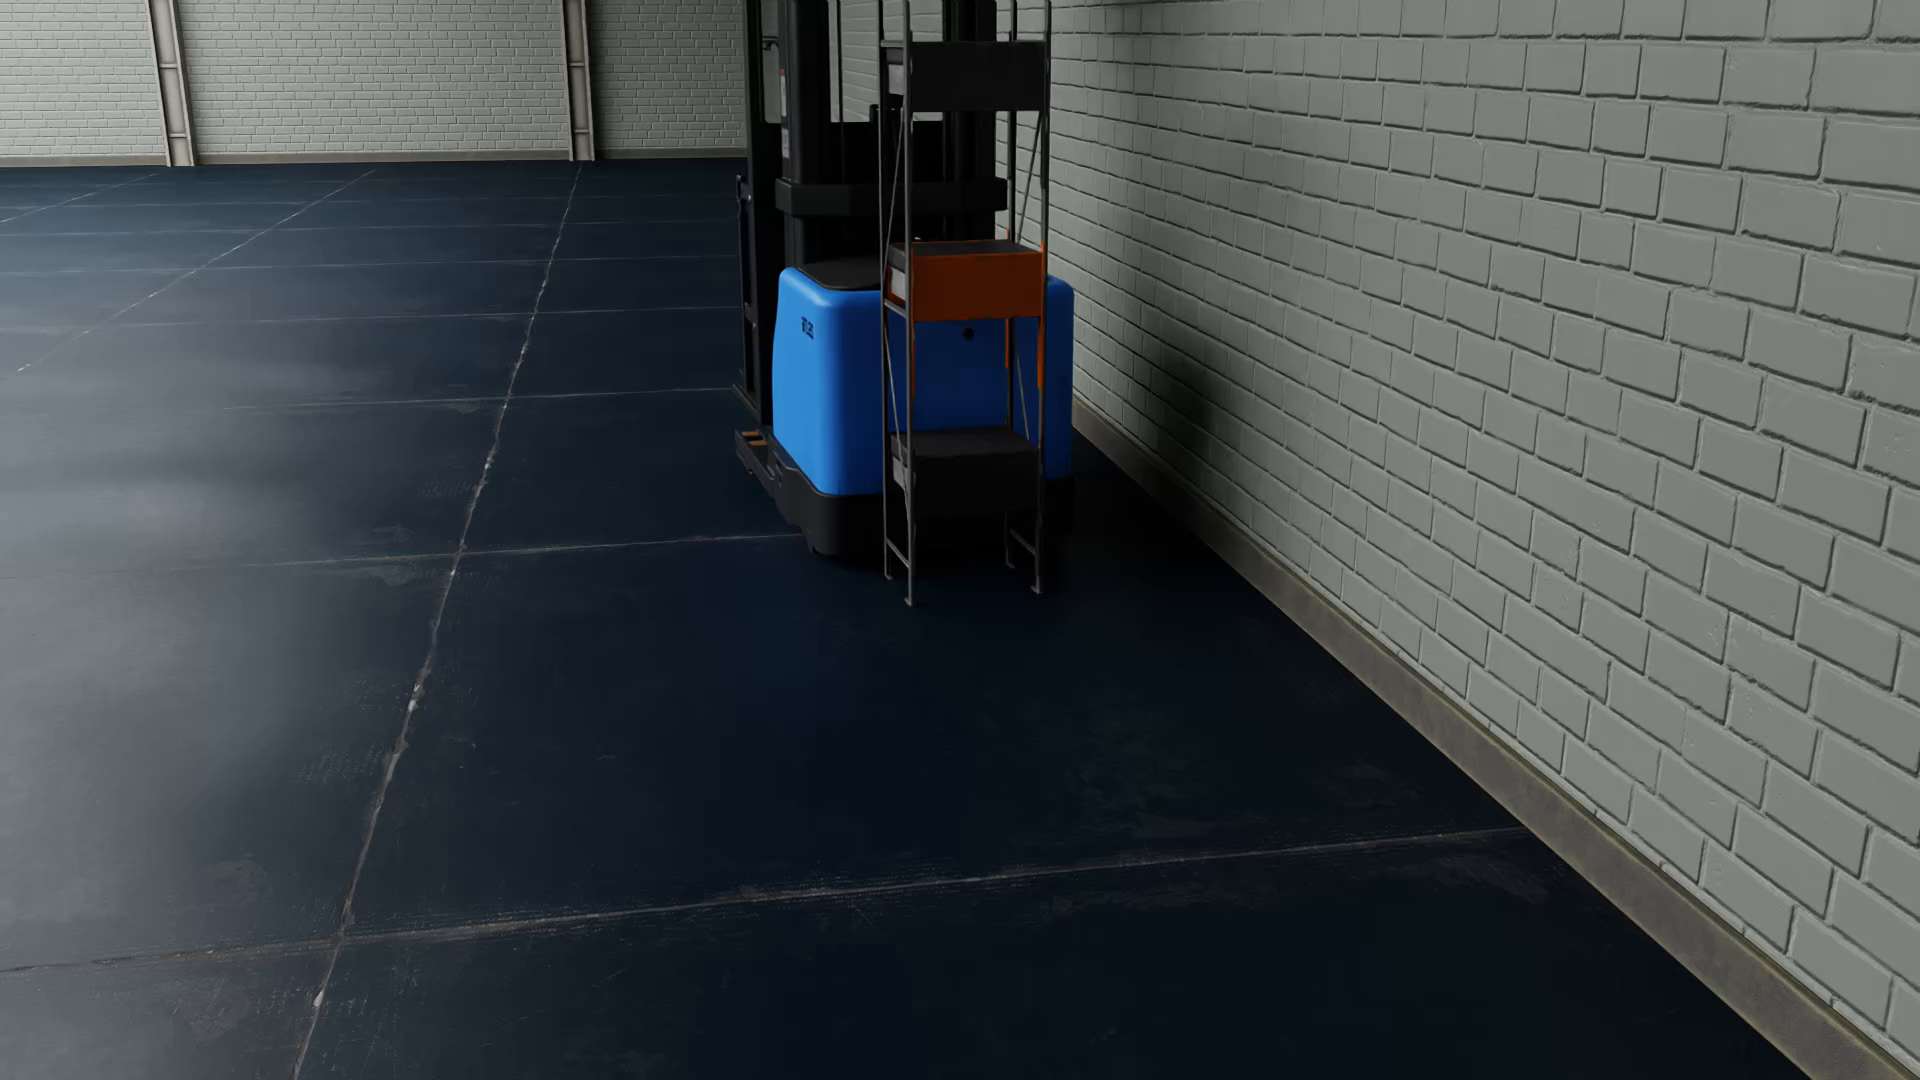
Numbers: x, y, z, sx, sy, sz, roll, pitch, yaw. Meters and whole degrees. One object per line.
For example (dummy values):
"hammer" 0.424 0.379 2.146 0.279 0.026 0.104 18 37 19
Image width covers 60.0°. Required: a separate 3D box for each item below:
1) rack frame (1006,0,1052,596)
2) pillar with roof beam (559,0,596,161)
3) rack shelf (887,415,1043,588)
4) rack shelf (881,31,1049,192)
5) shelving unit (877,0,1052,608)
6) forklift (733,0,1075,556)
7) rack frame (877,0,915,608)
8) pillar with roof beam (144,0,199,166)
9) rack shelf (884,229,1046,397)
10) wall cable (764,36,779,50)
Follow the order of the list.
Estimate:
"rack frame" 0.242 -0.854 6.017 0.015 2.100 0.400 -5 18 -16
"pillar with roof beam" -5.229 -9.152 21.281 0.400 9.000 9.100 -3 17 -10
"rack shelf" 0.008 -0.152 6.161 0.480 0.518 0.431 -5 18 -16
"rack shelf" 0.008 -1.490 5.750 0.480 0.518 0.431 -5 18 -16
"shelving unit" 0.008 -0.834 5.951 0.503 2.100 0.431 -5 18 -16
"forklift" -0.449 -1.731 7.455 1.130 2.935 3.031 -5 18 -16
"rack frame" -0.226 -0.814 5.885 0.015 2.100 0.400 -5 18 -16
"pillar with roof beam" -11.120 -8.818 20.193 0.400 9.000 9.100 -3 17 -10
"rack shelf" 0.008 -0.821 5.955 0.480 0.518 0.431 -5 18 -16
"wall cable" -2.902 -8.691 25.071 0.112 2.526 3.097 -3 17 -10
